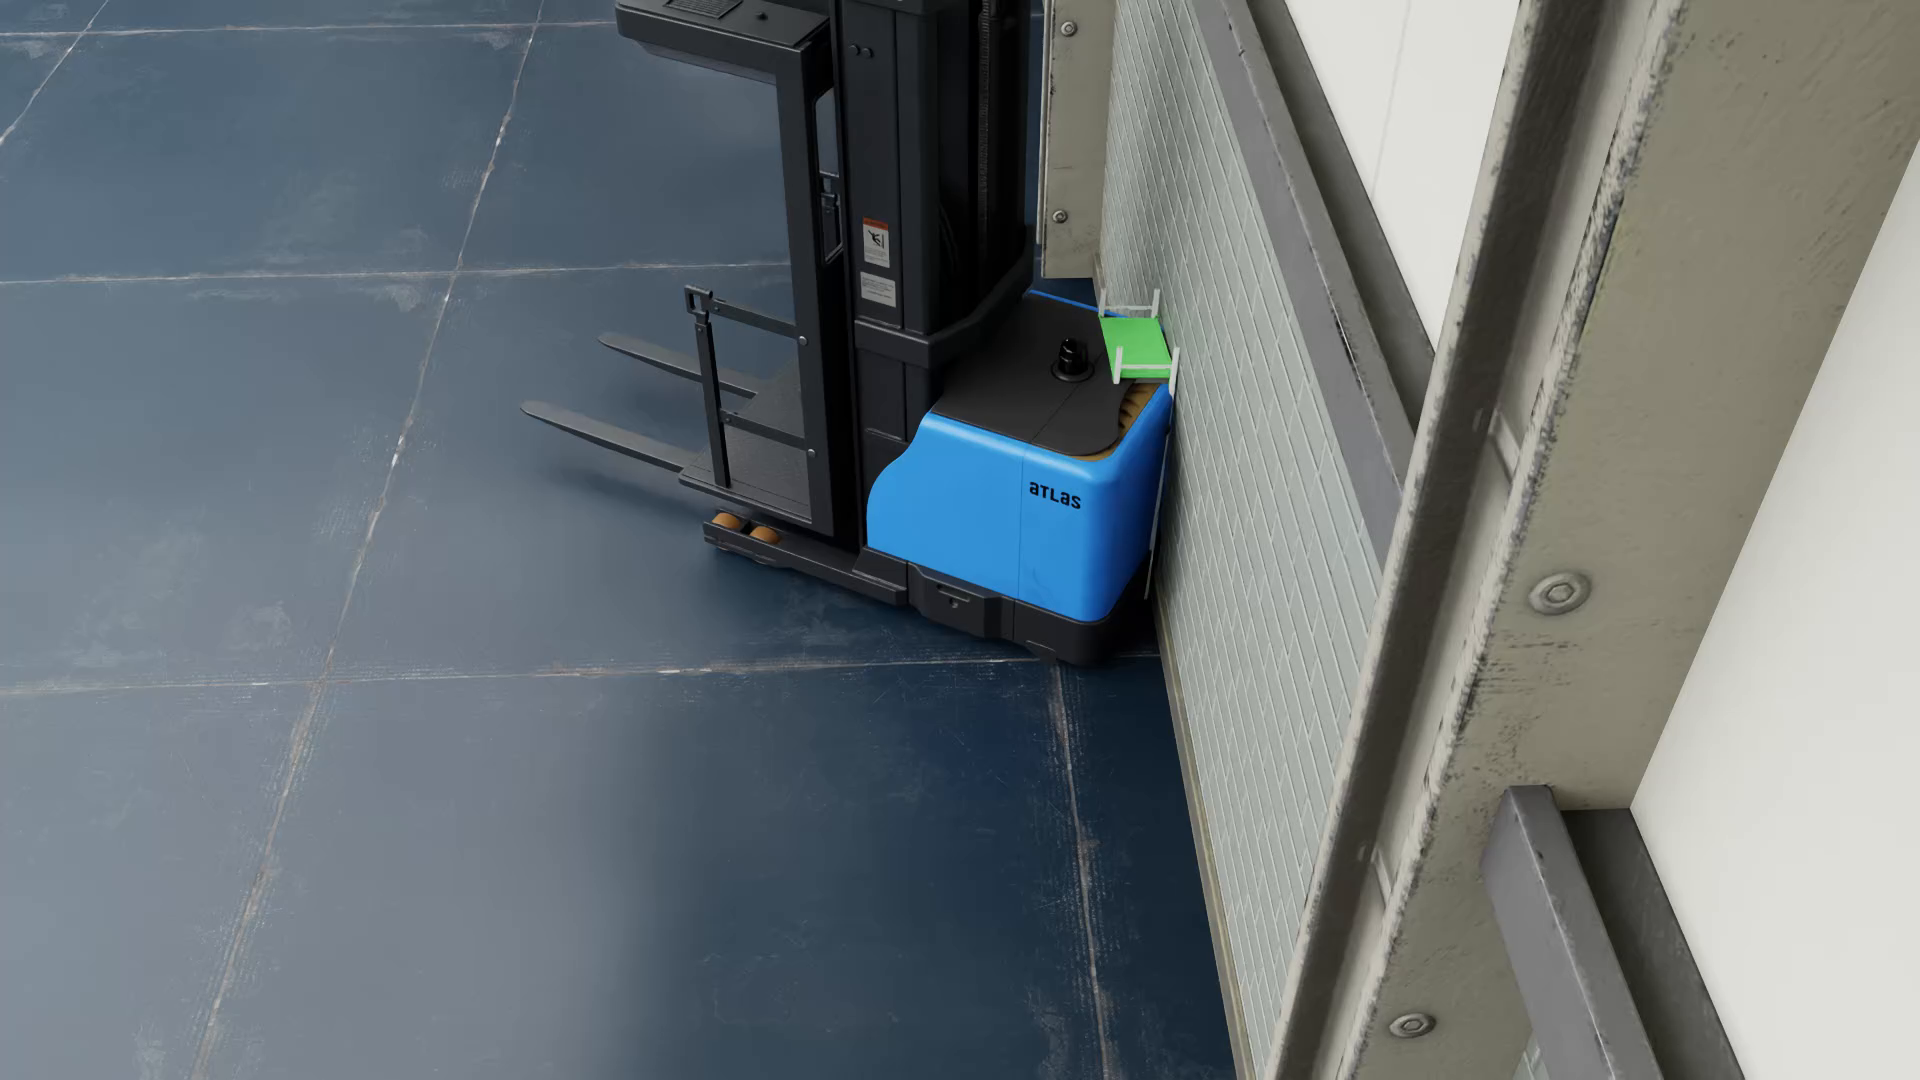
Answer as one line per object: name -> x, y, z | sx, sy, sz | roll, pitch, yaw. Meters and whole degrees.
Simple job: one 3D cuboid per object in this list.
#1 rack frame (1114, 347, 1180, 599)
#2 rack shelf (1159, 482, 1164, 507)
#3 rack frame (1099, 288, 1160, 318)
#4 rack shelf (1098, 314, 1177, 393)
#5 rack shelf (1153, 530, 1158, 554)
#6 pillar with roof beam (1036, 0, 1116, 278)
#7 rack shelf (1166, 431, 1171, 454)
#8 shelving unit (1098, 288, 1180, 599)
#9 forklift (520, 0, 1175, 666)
rack frame -> 0.696, -0.244, 6.688 | 0.240, 1.200, 0.015 | 0, 35, -4
rack shelf -> 0.680, -0.333, 6.924 | 0.258, 0.148, 0.480 | 0, 35, -4
rack frame -> 0.669, -0.526, 7.085 | 0.240, 1.200, 0.015 | 0, 35, -4
rack shelf -> 0.698, -0.724, 6.646 | 0.258, 0.148, 0.480 | 0, 35, -4
rack shelf -> 0.671, -0.137, 7.062 | 0.258, 0.148, 0.480 | 0, 35, -4
pillar with roof beam -> -3.715, -4.738, 5.909 | 9.100, 9.000, 0.400 | -2, 43, -2
rack shelf -> 0.689, -0.529, 6.785 | 0.258, 0.148, 0.480 | 0, 35, -4
shelving unit -> 0.682, -0.385, 6.887 | 0.258, 1.200, 0.503 | 0, 35, -4
forklift -> -0.555, -1.272, 6.618 | 3.031, 2.935, 1.130 | 19, 46, 20
